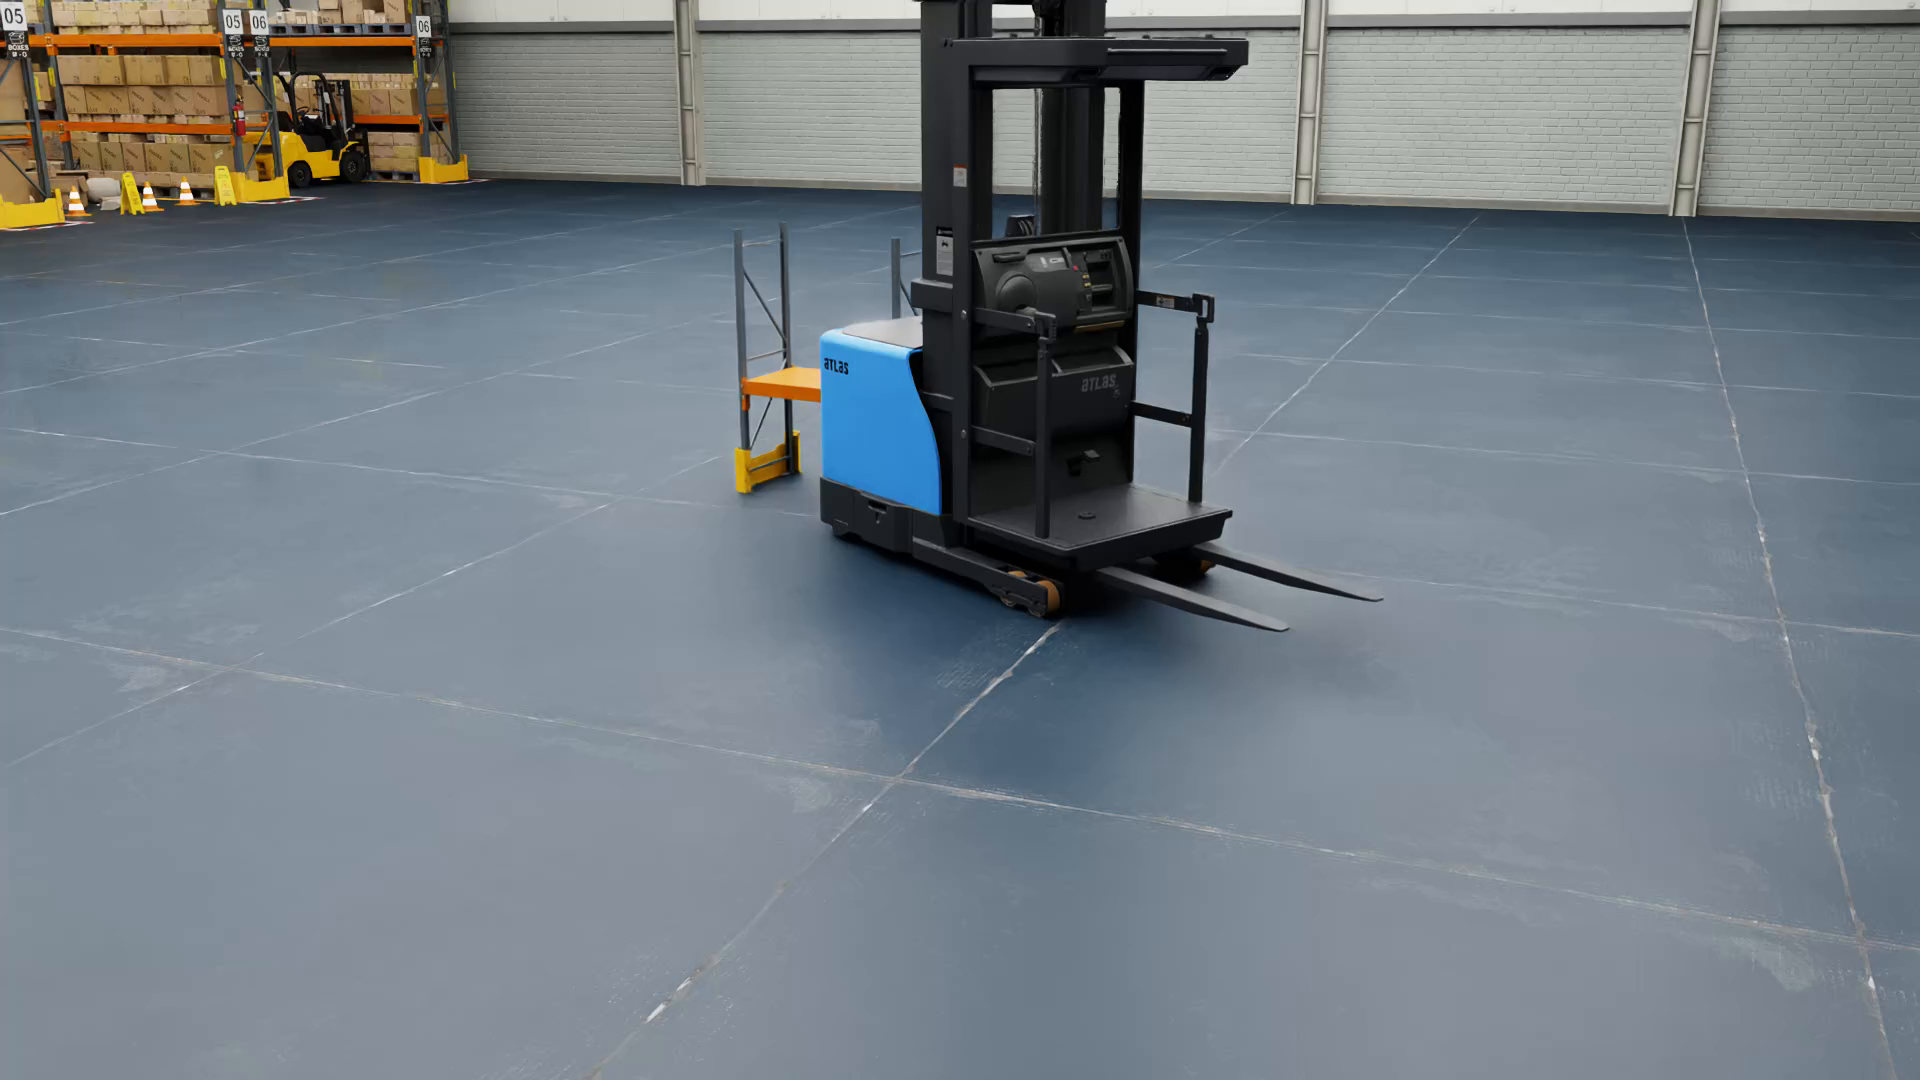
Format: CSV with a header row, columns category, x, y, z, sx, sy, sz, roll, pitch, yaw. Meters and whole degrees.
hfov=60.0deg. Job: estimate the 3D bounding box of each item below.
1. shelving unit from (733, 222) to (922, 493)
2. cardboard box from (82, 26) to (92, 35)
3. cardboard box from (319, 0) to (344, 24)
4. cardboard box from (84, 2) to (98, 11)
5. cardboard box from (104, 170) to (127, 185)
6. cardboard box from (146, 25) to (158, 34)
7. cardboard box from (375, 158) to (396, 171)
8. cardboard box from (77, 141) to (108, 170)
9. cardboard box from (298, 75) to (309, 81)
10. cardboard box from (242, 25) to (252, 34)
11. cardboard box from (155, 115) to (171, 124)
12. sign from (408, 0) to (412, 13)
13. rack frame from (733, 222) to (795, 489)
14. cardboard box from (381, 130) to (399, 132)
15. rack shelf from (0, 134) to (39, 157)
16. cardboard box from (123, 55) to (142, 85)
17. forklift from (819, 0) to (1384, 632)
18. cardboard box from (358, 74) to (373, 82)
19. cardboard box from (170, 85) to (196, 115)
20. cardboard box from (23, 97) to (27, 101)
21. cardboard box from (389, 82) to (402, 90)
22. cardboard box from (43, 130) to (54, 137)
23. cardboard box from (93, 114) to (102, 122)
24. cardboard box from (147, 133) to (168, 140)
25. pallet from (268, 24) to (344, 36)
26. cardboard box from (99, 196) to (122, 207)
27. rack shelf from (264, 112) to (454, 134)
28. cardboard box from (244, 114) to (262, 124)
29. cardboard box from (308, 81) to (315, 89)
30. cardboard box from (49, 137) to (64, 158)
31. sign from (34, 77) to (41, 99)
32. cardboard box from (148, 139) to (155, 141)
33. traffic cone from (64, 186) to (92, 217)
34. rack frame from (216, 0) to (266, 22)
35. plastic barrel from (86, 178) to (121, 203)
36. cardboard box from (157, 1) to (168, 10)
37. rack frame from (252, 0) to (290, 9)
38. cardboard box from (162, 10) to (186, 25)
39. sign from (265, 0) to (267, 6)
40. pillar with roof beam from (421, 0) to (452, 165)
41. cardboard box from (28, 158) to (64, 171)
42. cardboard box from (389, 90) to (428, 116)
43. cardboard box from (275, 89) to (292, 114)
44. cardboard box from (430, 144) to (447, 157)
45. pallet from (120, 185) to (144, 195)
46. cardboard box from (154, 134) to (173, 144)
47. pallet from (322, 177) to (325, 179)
category,x,y,z,sx,sy,sz,roll,pitch,yaw
shelving unit,-0.692,-1.005,9.444,1.083,1.500,0.587,8,18,27
cardboard box,-15.362,-9.065,29.588,0.250,0.149,0.380,6,17,21
cardboard box,-12.465,-10.679,33.581,0.637,0.503,0.797,7,18,22
cardboard box,-15.153,-9.382,29.251,0.250,0.149,0.380,6,17,20
cardboard box,-15.105,-6.577,30.129,0.500,0.250,0.500,7,18,24
cardboard box,-13.950,-8.891,28.991,0.250,0.149,0.380,6,17,19
cardboard box,-11.529,-7.658,33.849,0.500,0.250,0.500,6,17,21
cardboard box,-15.606,-6.989,30.202,0.500,0.500,0.500,7,18,23
cardboard box,-13.332,-9.479,34.068,0.250,0.149,0.380,7,17,22
cardboard box,-12.524,-8.907,29.046,0.250,0.149,0.380,6,17,21
cardboard box,-13.977,-7.444,29.386,0.250,0.149,0.380,6,17,20
sign,-10.729,-10.445,32.447,0.005,0.325,0.100,6,17,21
rack frame,-1.133,-1.070,9.669,0.032,1.500,0.500,8,18,27
cardboard box,-11.822,-8.321,34.340,0.500,0.250,0.500,6,17,20
rack shelf,-15.918,-6.034,25.369,4.000,0.370,1.077,6,17,21
cardboard box,-14.284,-8.302,29.385,0.500,0.500,0.700,6,17,20
forklift,0.582,-1.217,7.609,1.130,2.935,3.031,-13,21,-37
cardboard box,-11.909,-9.321,33.524,0.250,0.149,0.380,7,18,22
cardboard box,-13.405,-7.697,29.092,0.500,0.500,0.500,6,17,21
cardboard box,-17.032,-8.309,30.449,0.500,0.500,0.500,6,17,21
cardboard box,-11.191,-9.098,33.288,0.250,0.149,0.380,7,17,22
cardboard box,-20.206,-9.074,37.117,0.250,0.149,0.380,7,18,23
cardboard box,-15.368,-7.611,29.960,0.250,0.149,0.380,6,17,20
cardboard box,-17.384,-8.569,36.317,0.625,0.625,0.875,7,18,22
pallet,-13.435,-10.484,34.184,1.213,0.211,1.003,6,17,21
cardboard box,-14.295,-5.710,28.076,0.380,0.149,0.250,-12,20,-37
rack shelf,-12.378,-8.616,34.263,4.000,0.370,1.077,6,17,21
cardboard box,-12.575,-7.437,29.361,0.250,0.149,0.380,6,17,21
cardboard box,-13.098,-9.308,34.012,0.250,0.149,0.380,6,17,20
cardboard box,-19.871,-8.719,37.057,0.500,0.500,0.500,6,17,19
sign,-13.848,-6.772,24.926,0.005,0.325,0.100,6,17,21
cardboard box,-14.933,-7.077,30.505,0.500,0.500,0.500,7,17,22
traffic cone,-14.030,-5.379,26.373,0.334,0.463,0.336,6,17,21
rack frame,-12.335,-10.350,28.185,0.127,3.000,1.000,6,17,21
plastic barrel,-14.812,-6.051,28.756,0.512,0.421,0.421,-9,18,-27
cardboard box,-13.670,-9.254,28.810,0.250,0.149,0.380,6,17,21
rack frame,-14.238,-12.047,34.031,0.127,3.000,1.000,6,17,21
cardboard box,-13.373,-9.018,28.713,0.500,0.250,0.500,6,17,20
sign,-12.136,-9.470,28.966,0.005,0.325,0.100,6,17,21
pillar with roof beam,-12.414,-10.826,29.826,0.400,9.000,9.100,6,17,21
cardboard box,-17.215,-6.944,31.172,0.625,0.372,0.950,7,18,24
cardboard box,-11.071,-8.787,33.382,0.500,0.500,0.500,6,17,19
cardboard box,-13.921,-9.101,34.463,0.500,0.500,0.500,6,17,19
cardboard box,-10.878,-7.980,34.064,0.500,0.250,0.500,7,17,22
pallet,-15.418,-6.480,30.615,1.213,0.211,1.003,6,17,21
cardboard box,-14.019,-7.110,29.456,0.250,0.149,0.380,7,18,23
pallet,-13.514,-7.735,34.938,1.213,0.211,1.003,6,17,21
